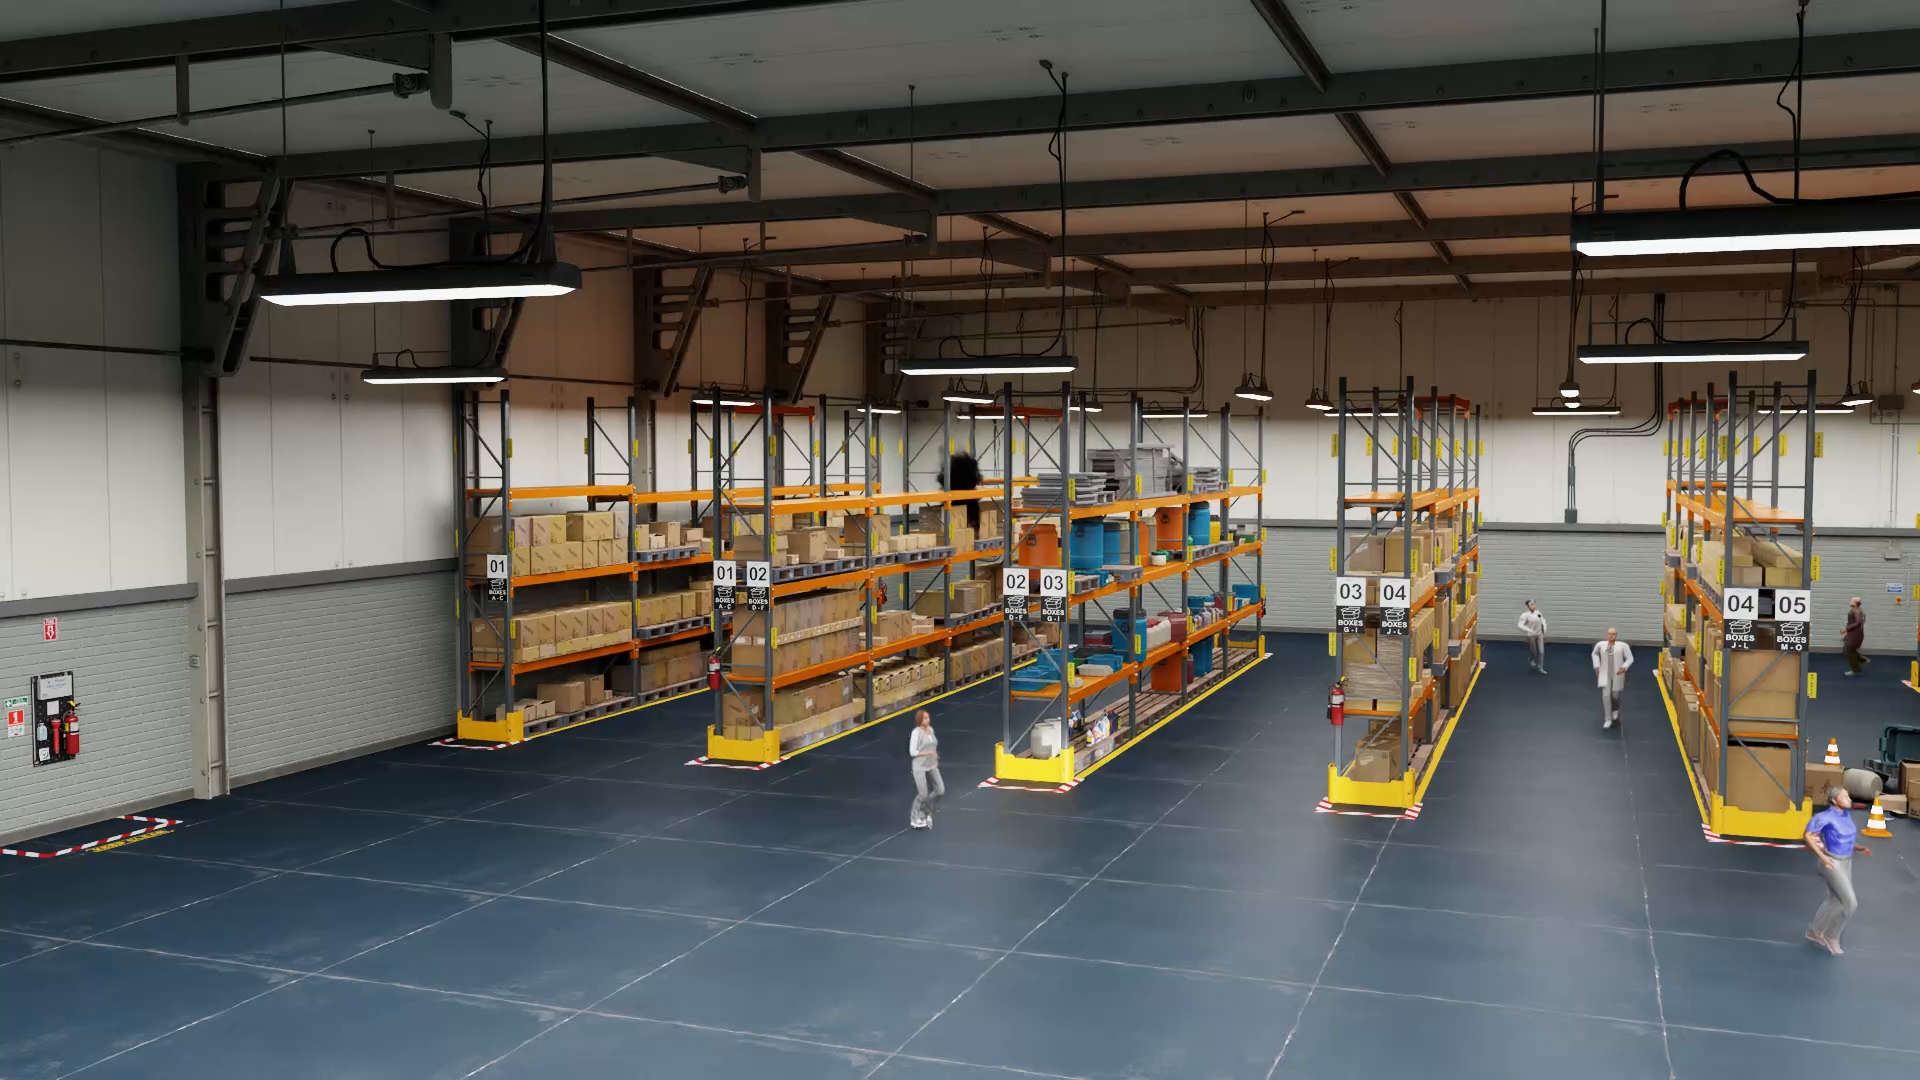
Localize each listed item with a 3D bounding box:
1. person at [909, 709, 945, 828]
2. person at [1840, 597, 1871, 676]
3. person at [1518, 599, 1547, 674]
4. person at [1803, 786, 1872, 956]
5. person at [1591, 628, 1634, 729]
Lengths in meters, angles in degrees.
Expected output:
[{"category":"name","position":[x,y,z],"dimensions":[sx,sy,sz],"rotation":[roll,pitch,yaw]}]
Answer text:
[{"category":"person","position":[-0.426,3.007,21.763],"dimensions":[0.517,1.573,0.596],"rotation":[-3,4,-43]},{"category":"person","position":[19.740,2.118,36.629],"dimensions":[0.632,1.746,0.728],"rotation":[2,4,28]},{"category":"person","position":[12.840,2.145,37.311],"dimensions":[0.658,1.666,0.706],"rotation":[0,3,-5]},{"category":"person","position":[8.713,3.339,16.517],"dimensions":[0.556,1.603,0.620],"rotation":[-2,4,-37]},{"category":"person","position":[11.795,2.473,30.087],"dimensions":[0.722,1.782,0.946],"rotation":[1,3,25]}]
